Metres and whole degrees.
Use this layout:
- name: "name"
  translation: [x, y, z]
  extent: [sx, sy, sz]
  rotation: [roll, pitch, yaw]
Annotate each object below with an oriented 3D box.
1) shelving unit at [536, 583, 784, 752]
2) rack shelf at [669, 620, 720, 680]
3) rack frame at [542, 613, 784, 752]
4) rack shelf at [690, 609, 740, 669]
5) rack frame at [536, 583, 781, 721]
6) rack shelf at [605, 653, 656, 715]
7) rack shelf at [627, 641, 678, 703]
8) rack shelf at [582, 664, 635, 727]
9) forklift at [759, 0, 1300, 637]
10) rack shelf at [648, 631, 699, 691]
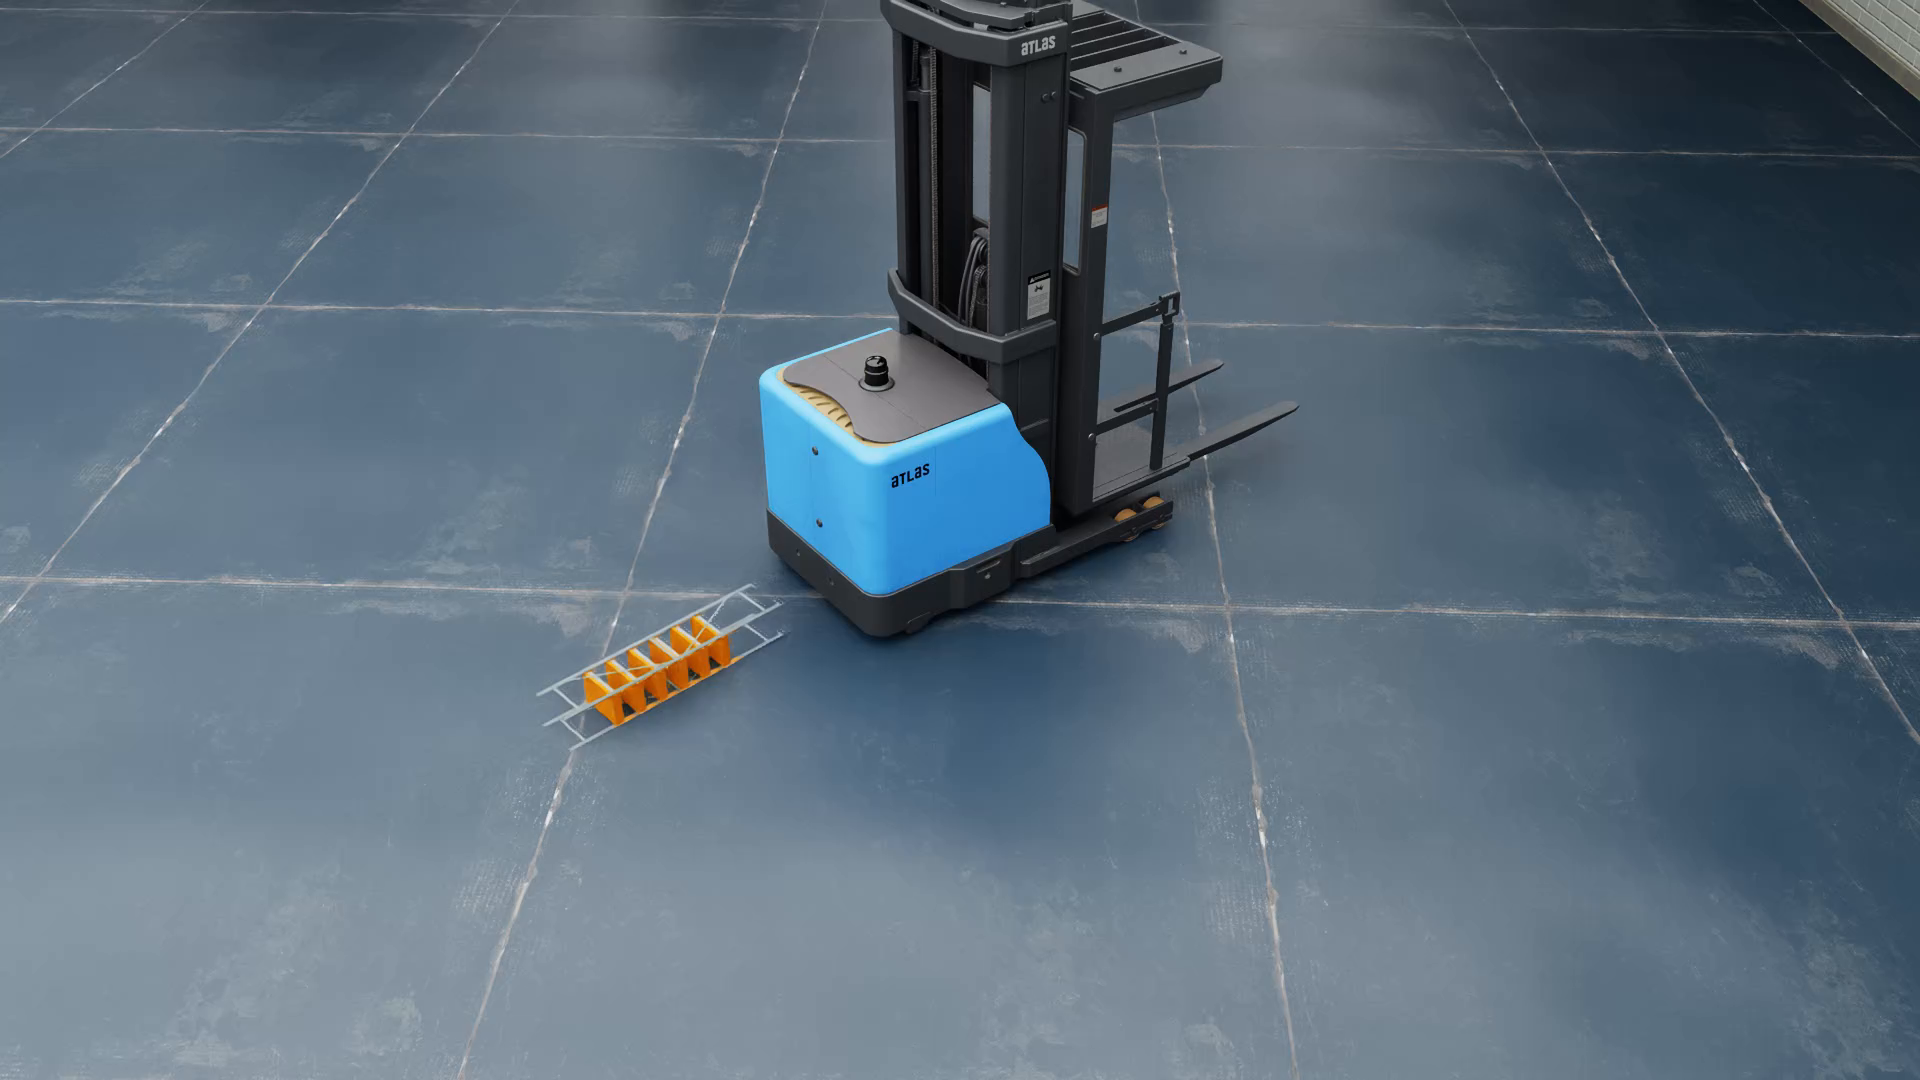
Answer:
- name: "shelving unit"
  translation: [-1.369, 0.574, 7.711]
  extent: [1.200, 0.189, 0.258]
  rotation: [-29, 44, -34]
- name: "rack shelf"
  translation: [-1.250, 0.508, 7.804]
  extent: [0.103, 0.180, 0.258]
  rotation: [-29, 44, -34]
- name: "rack frame"
  translation: [-1.369, 0.648, 7.764]
  extent: [1.200, 0.006, 0.240]
  rotation: [-29, 44, -34]
- name: "rack shelf"
  translation: [-1.163, 0.461, 7.872]
  extent: [0.103, 0.180, 0.258]
  rotation: [-29, 44, -34]
- name: "rack frame"
  translation: [-1.369, 0.499, 7.659]
  extent: [1.200, 0.006, 0.240]
  rotation: [-29, 44, -34]
- name: "rack shelf"
  translation: [-1.511, 0.651, 7.601]
  extent: [0.103, 0.180, 0.258]
  rotation: [-29, 44, -34]
- name: "rack shelf"
  translation: [-1.424, 0.604, 7.669]
  extent: [0.103, 0.180, 0.258]
  rotation: [-29, 44, -34]
- name: "rack shelf"
  translation: [-1.597, 0.699, 7.533]
  extent: [0.103, 0.180, 0.258]
  rotation: [-29, 44, -34]
- name: "forklift"
  translation: [0.505, -1.414, 8.159]
  extent: [3.031, 2.935, 1.130]
  rotation: [-23, 41, -29]
- name: "rack shelf"
  translation: [-1.337, 0.556, 7.736]
  extent: [0.103, 0.180, 0.258]
  rotation: [-29, 44, -34]
